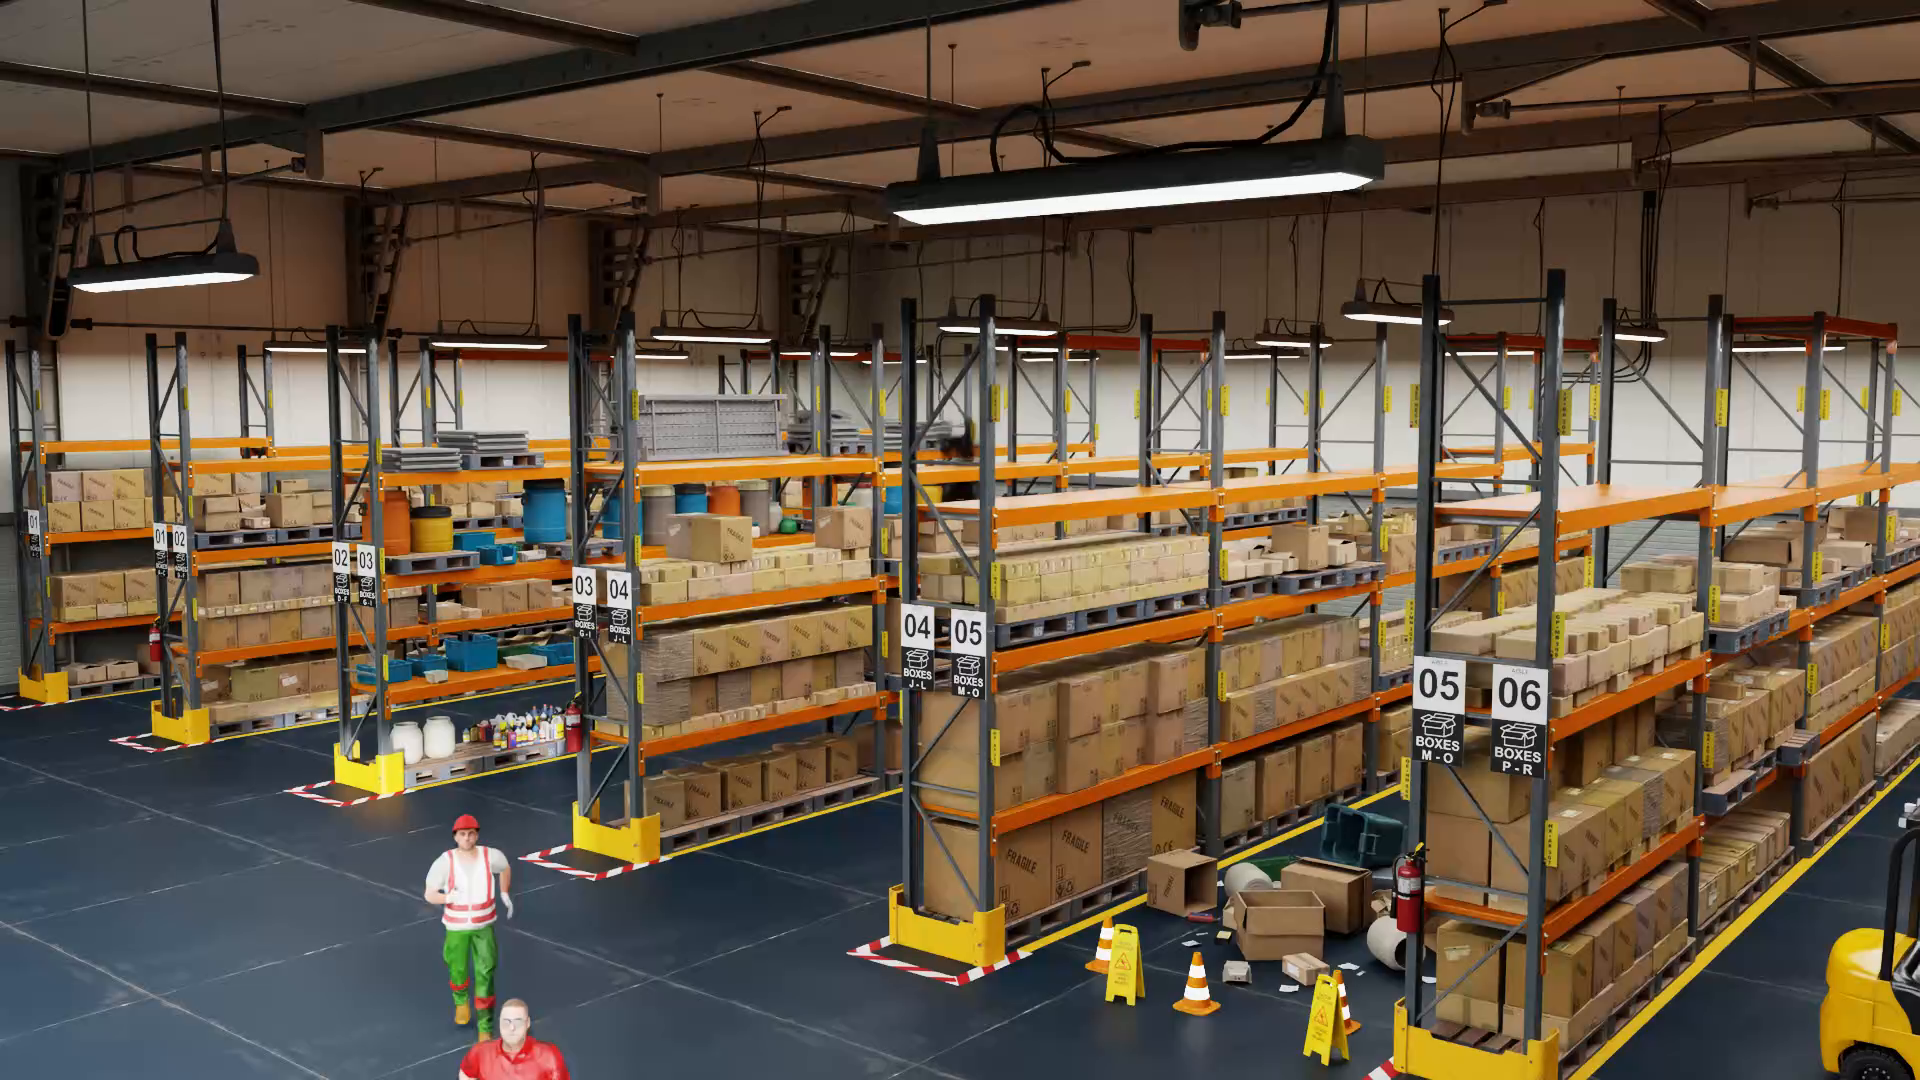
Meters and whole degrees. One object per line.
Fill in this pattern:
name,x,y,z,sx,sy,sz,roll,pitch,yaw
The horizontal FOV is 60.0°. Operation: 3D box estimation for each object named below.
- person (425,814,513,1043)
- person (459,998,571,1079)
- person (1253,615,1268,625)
person,-3.880,3.061,13.164,0.666,1.799,0.939,-1,5,-16
person,-2.499,3.479,9.356,0.639,1.793,0.731,-1,5,-12
person,4.662,1.984,26.108,0.626,1.663,0.761,4,6,35
